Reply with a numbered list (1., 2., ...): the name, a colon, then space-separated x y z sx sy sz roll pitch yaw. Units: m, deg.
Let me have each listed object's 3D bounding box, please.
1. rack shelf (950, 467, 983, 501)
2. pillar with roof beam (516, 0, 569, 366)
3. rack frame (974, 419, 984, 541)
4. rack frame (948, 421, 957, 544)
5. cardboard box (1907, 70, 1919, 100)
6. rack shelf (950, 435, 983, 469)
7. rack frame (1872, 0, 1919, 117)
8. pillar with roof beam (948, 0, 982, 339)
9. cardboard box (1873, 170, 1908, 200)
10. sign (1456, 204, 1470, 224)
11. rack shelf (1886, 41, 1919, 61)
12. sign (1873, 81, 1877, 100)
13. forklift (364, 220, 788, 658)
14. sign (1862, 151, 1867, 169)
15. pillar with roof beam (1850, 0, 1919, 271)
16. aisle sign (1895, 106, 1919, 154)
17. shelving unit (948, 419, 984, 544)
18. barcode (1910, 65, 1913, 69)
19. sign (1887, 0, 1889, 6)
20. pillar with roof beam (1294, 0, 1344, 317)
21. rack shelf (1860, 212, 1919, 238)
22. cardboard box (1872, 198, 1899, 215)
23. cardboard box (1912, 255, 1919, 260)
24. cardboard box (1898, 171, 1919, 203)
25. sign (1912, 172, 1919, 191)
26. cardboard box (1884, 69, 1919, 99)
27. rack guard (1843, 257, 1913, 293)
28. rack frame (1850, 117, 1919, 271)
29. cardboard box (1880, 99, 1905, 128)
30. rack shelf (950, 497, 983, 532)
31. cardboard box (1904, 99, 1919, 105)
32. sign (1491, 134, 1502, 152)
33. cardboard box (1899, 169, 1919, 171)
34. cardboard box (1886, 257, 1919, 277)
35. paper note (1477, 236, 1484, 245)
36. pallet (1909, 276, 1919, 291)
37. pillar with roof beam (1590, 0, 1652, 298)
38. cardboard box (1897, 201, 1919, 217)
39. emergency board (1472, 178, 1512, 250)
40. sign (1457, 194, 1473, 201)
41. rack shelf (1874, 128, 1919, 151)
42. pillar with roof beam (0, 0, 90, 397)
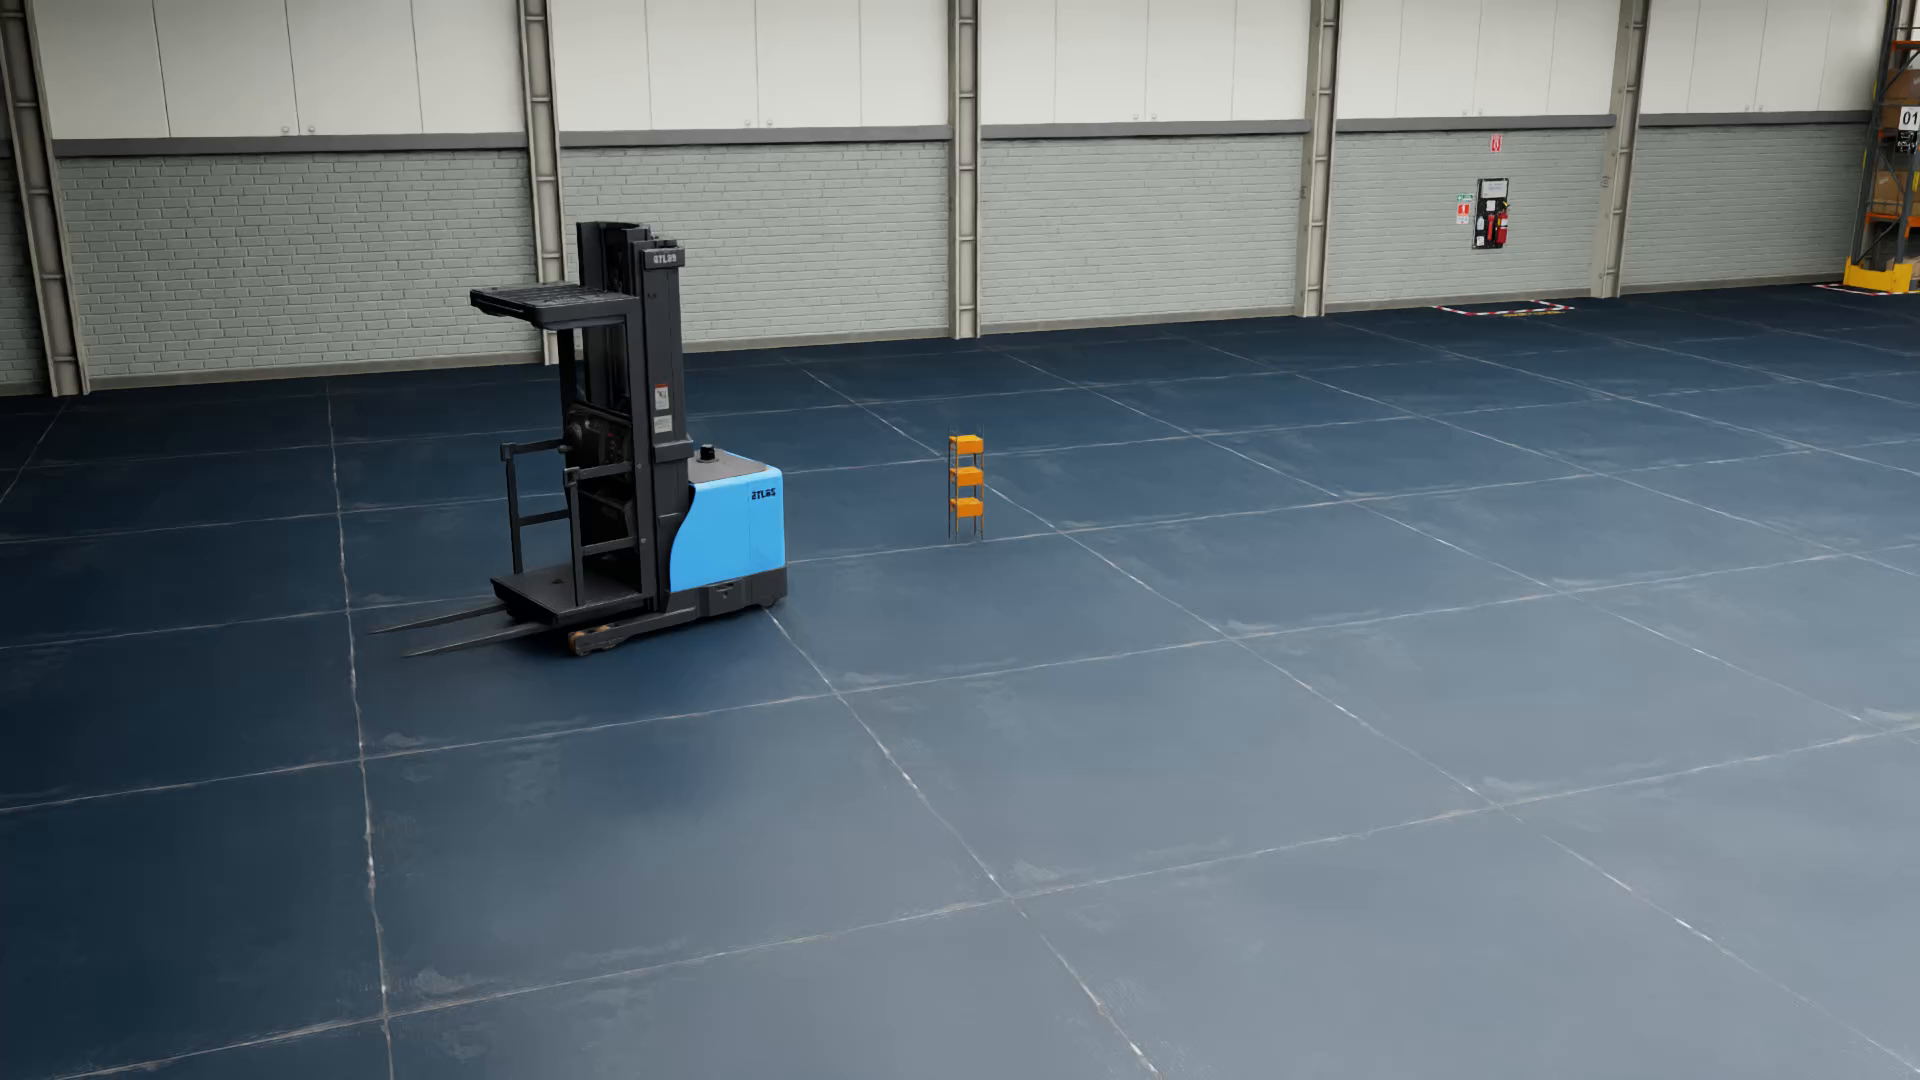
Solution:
1. rack shelf: 0.050 -0.499 14.472 0.240 0.259 0.215 -6 17 -20
2. pillar with roof beam: -3.996 -5.626 17.787 0.400 9.000 9.100 -6 17 -20
3. rack frame: 0.164 -0.521 14.511 0.008 1.050 0.200 -6 17 -20
4. rack frame: -0.064 -0.497 14.427 0.008 1.050 0.200 -6 17 -20
5. cardboard box: 16.977 -7.954 29.048 0.500 0.500 0.500 -8 18 -24
6. rack shelf: 0.050 -0.771 14.392 0.240 0.259 0.215 -6 17 -20
7. rack frame: 16.530 -8.881 28.868 0.127 3.000 1.000 -6 17 -20
8. pillar with roof beam: 1.606 -6.231 19.847 0.400 9.000 9.100 -6 17 -20
9. cardboard box: 16.894 -6.403 29.979 0.500 0.500 0.500 -6 18 -21
10. sign: 8.397 -5.445 27.752 0.234 0.329 0.001 -6 17 -20
11. rack shelf: 18.398 -8.735 29.657 4.000 0.370 1.077 -6 17 -20
12. sign: 16.350 -8.014 29.671 0.005 0.325 0.100 -6 17 -20
13. forklift: -2.793 -0.753 11.960 3.031 2.935 1.130 -13 21 -38
14. sign: 16.350 -6.857 30.010 0.005 0.325 0.100 -6 17 -20
15. pillar with roof beam: 18.415 -8.046 26.027 0.400 9.000 9.100 -6 17 -20
16. aisle sign: 16.570 -7.163 29.054 0.004 0.787 0.394 -6 17 -20
17. shelving unit: 0.050 -0.509 14.469 0.252 1.050 0.215 -6 17 -20
18. barcode: 17.014 -8.460 29.743 0.075 0.075 0.001 -6 17 -20
19. sign: 16.350 -9.553 29.219 0.005 0.325 0.100 -6 17 -20
20. pillar with roof beam: 7.209 -6.836 21.907 0.400 9.000 9.100 -6 17 -20
21. rack shelf: 18.398 -5.859 30.502 4.000 0.370 1.077 -6 17 -20
22. cardboard box: 16.897 -6.038 30.066 0.500 0.250 0.500 -6 17 -19
23. cardboard box: 17.741 -5.027 30.383 0.500 0.311 0.500 -5 17 -15
24. cardboard box: 17.083 -6.269 29.521 0.500 0.500 0.500 -6 17 -20
25. sign: 16.724 -6.275 29.106 0.005 0.325 0.100 -6 17 -20
26. cardboard box: 16.839 -8.091 29.516 0.500 0.500 0.500 -5 17 -18
27. rack guard: 16.601 -4.810 30.092 0.348 0.500 1.175 -6 17 -20
28. rack frame: 16.530 -6.002 29.714 0.127 3.000 1.000 -6 17 -20
29. cardboard box: 16.829 -7.608 29.644 0.500 0.500 0.500 -5 17 -16
30. rack shelf: 0.050 -0.232 14.550 0.240 0.259 0.215 -6 17 -20
31. cardboard box: 16.932 -7.467 29.165 0.500 0.500 0.500 -6 17 -19
32. sign: 8.907 -6.594 27.615 0.199 0.298 0.001 -6 17 -20
33. cardboard box: 17.368 -6.451 30.143 0.500 0.500 0.500 -6 17 -19
34. cardboard box: 17.208 -4.969 30.188 0.500 0.311 0.500 -8 18 -26
35. paper note: 8.760 -5.034 27.980 0.142 0.148 0.016 -6 17 -20
36. pallet: 17.372 -4.744 30.380 1.213 0.211 1.003 -6 17 -20
37. pillar with roof beam: 12.812 -7.441 23.967 0.400 9.000 9.100 -6 17 -20
38. cardboard box: 17.099 -5.905 29.615 0.500 0.250 0.500 -7 18 -22
39. emergency board: 8.950 -5.456 27.855 0.643 1.169 0.194 -6 17 -20
40. sign: 8.404 -5.697 27.671 0.331 0.109 0.001 -6 17 -20
41. rack shelf: 18.398 -7.298 30.079 4.000 0.370 1.077 -6 17 -20
42. pillar with roof beam: -9.599 -5.021 15.727 0.400 9.000 9.100 -6 17 -20
